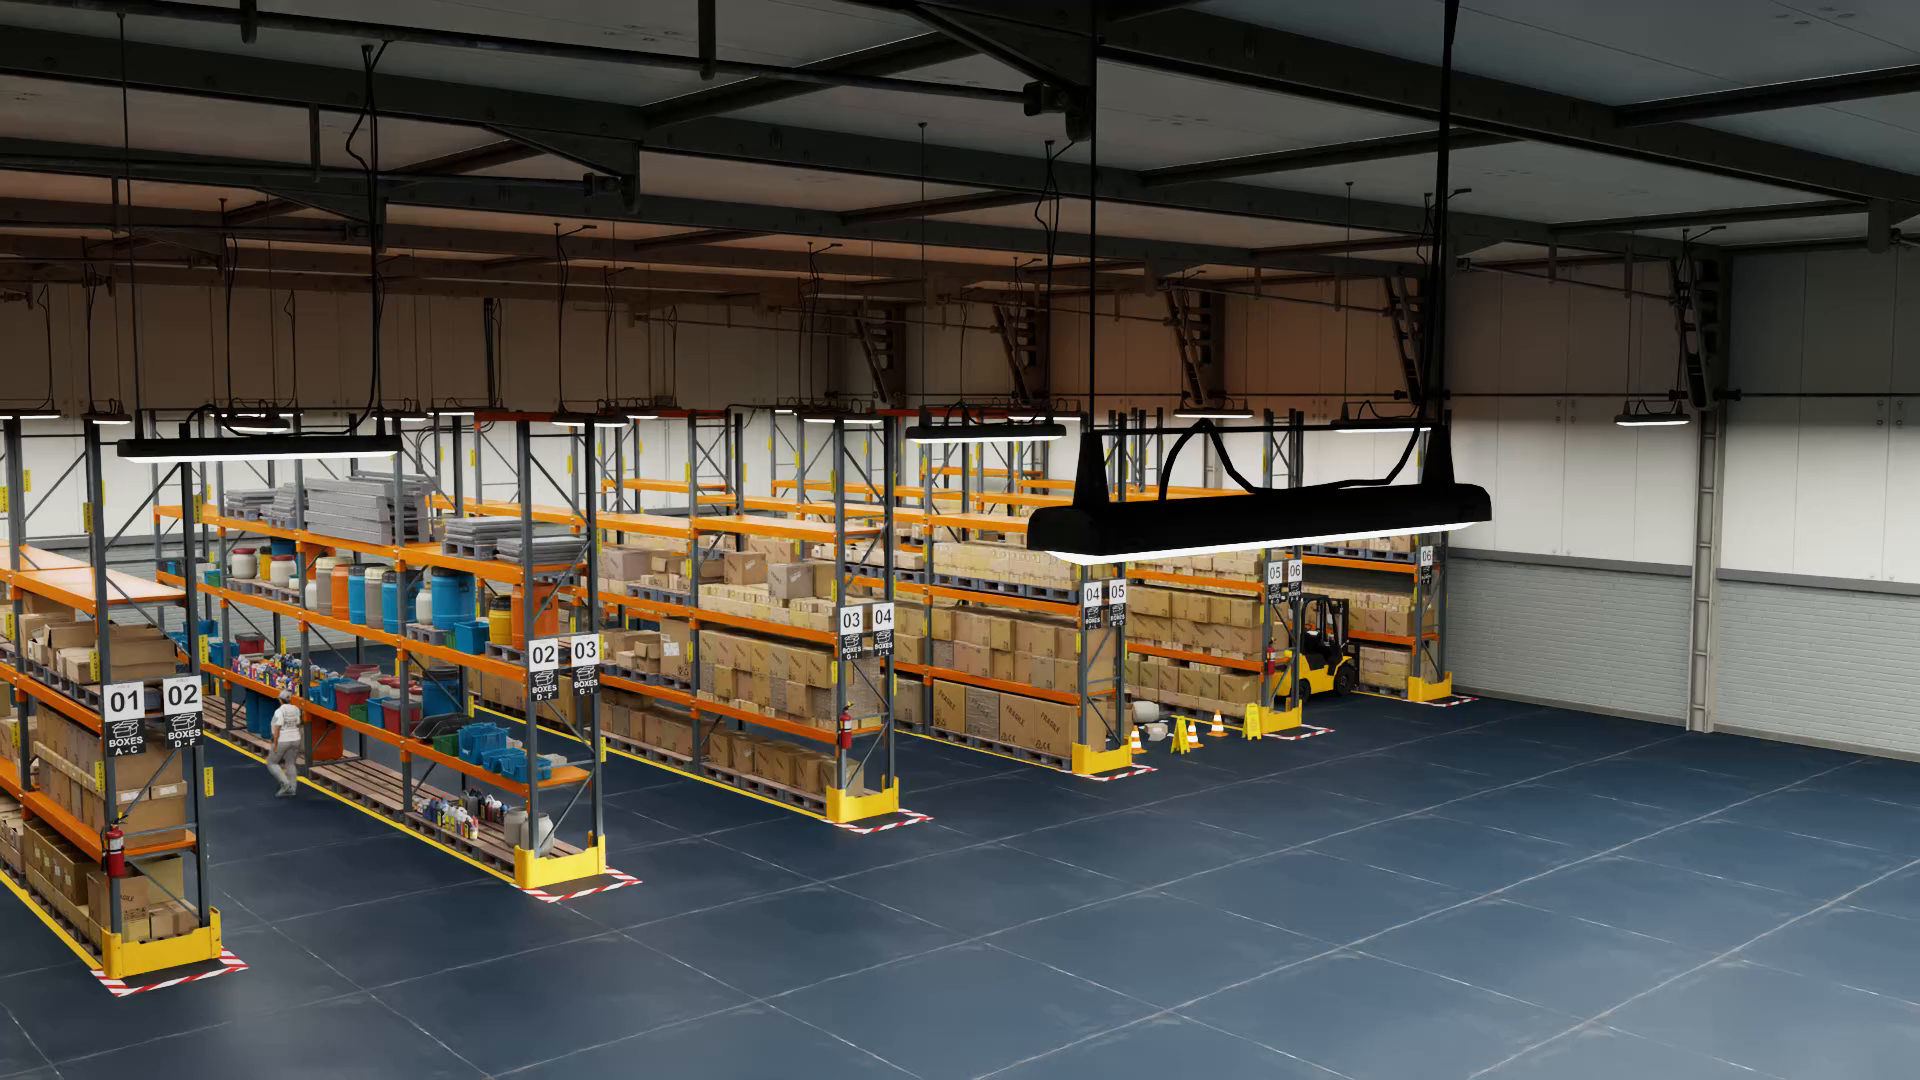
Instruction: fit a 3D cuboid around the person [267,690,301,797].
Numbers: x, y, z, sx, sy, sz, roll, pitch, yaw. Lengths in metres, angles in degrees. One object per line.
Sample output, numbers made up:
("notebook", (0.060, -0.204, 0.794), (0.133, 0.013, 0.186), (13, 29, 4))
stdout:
("person", (-10.604, 3.201, 26.157), (0.445, 1.663, 0.538), (3, 6, 29))
